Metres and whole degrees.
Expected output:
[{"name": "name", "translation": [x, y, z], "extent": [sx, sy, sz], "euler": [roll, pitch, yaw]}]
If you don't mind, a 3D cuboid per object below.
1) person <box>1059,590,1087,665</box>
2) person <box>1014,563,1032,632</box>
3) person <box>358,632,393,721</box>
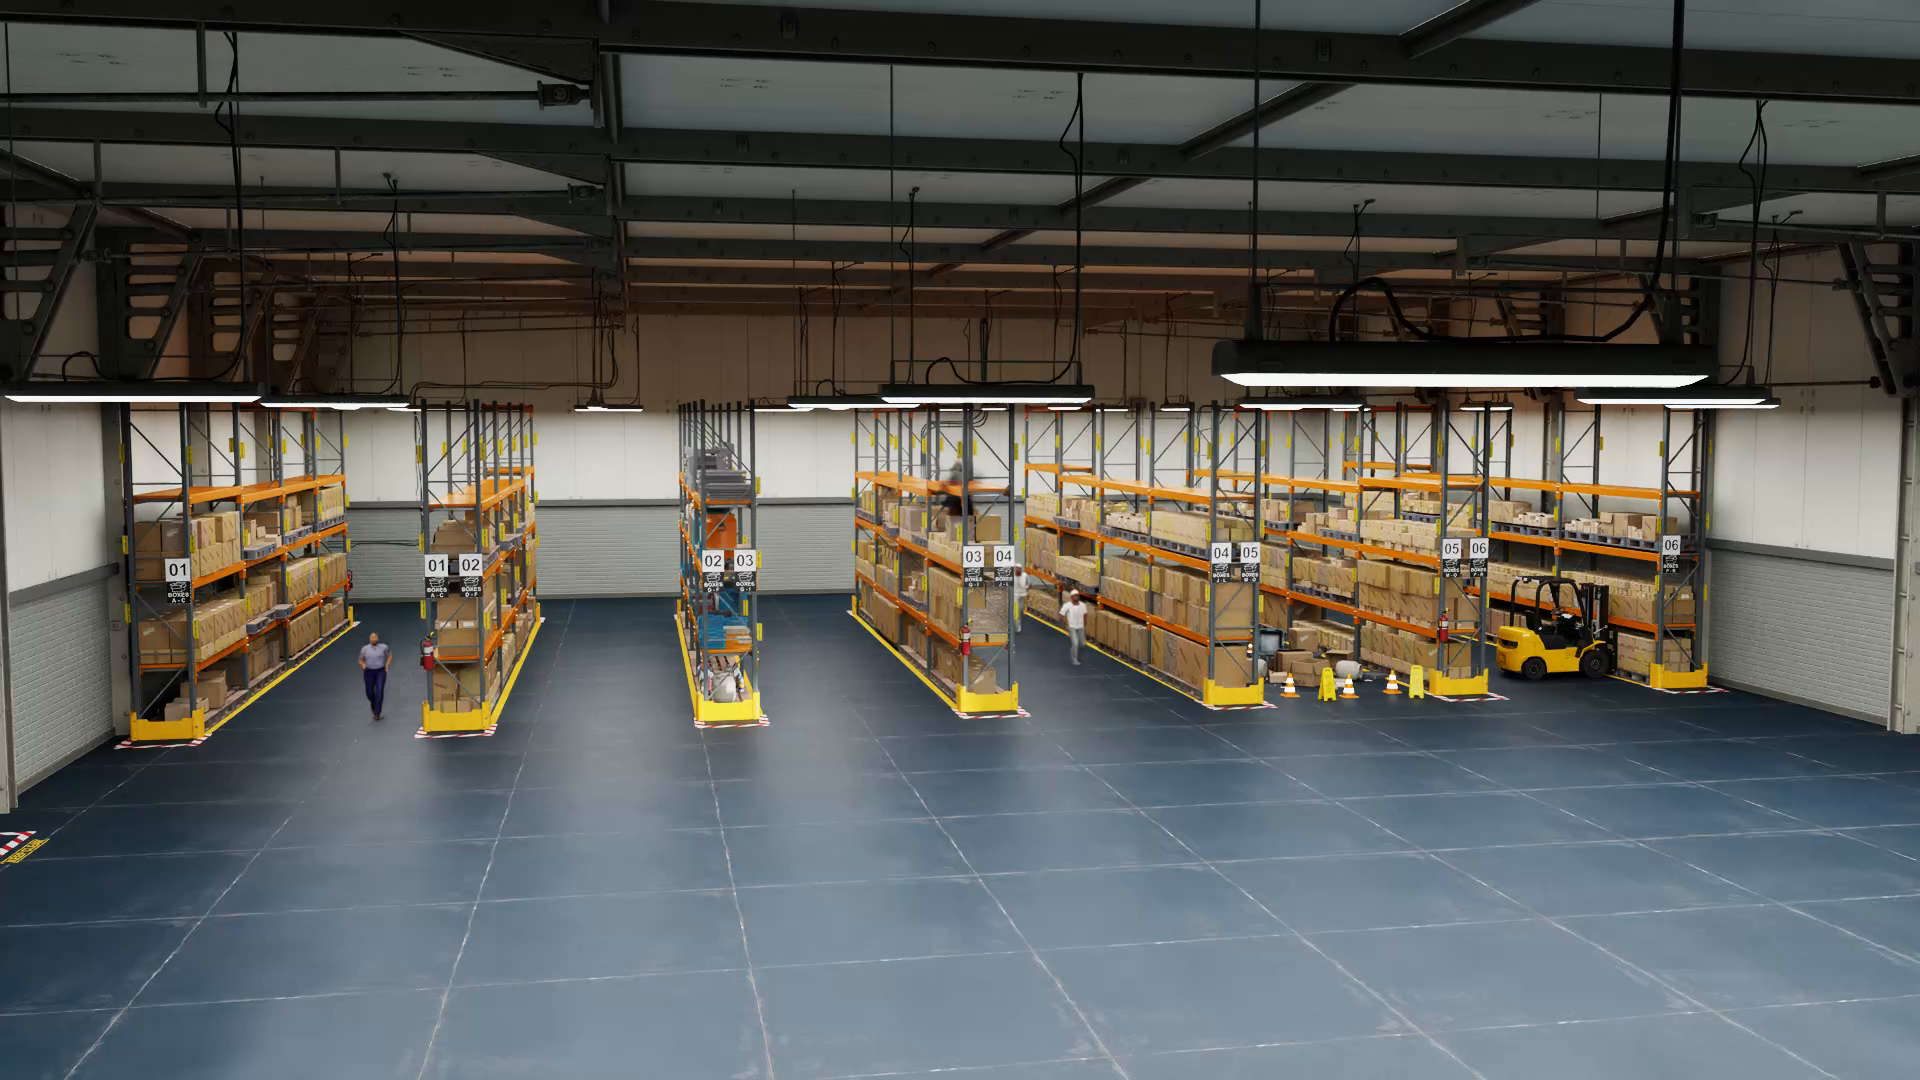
[{"name": "person", "translation": [2.622, 1.994, 38.052], "extent": [0.700, 1.719, 0.599], "euler": [-1, 5, -19]}, {"name": "person", "translation": [1.571, 1.503, 44.103], "extent": [0.648, 1.796, 0.924], "euler": [0, 4, -5]}, {"name": "person", "translation": [-11.028, 2.547, 31.375], "extent": [0.607, 1.640, 0.829], "euler": [-1, 4, -14]}]
